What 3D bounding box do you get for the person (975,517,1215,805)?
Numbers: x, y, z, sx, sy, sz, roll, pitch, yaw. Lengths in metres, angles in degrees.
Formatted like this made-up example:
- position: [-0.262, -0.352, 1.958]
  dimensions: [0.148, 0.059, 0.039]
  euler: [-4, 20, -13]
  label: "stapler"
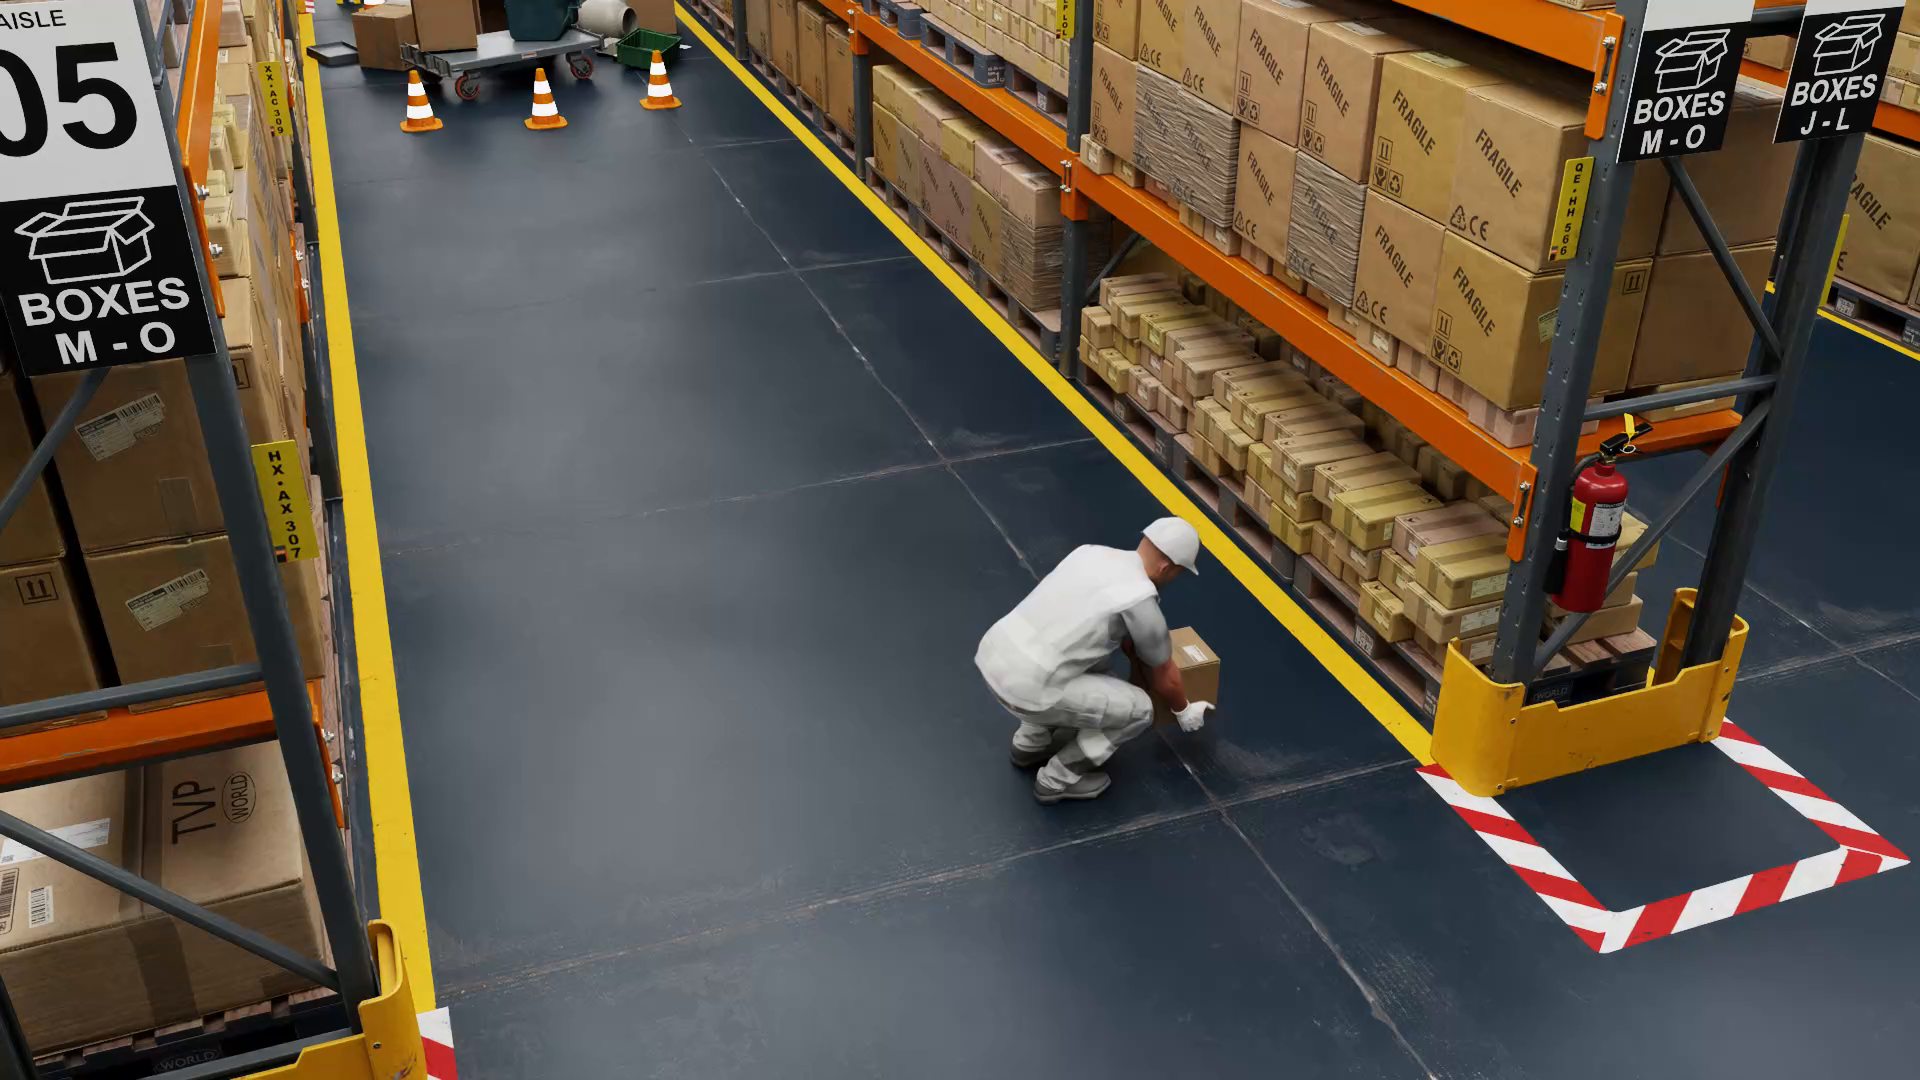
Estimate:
- position: [0.499, 0.430, 6.159]
  dimensions: [0.903, 0.994, 0.541]
  euler: [-11, 31, -19]
  label: "person"
